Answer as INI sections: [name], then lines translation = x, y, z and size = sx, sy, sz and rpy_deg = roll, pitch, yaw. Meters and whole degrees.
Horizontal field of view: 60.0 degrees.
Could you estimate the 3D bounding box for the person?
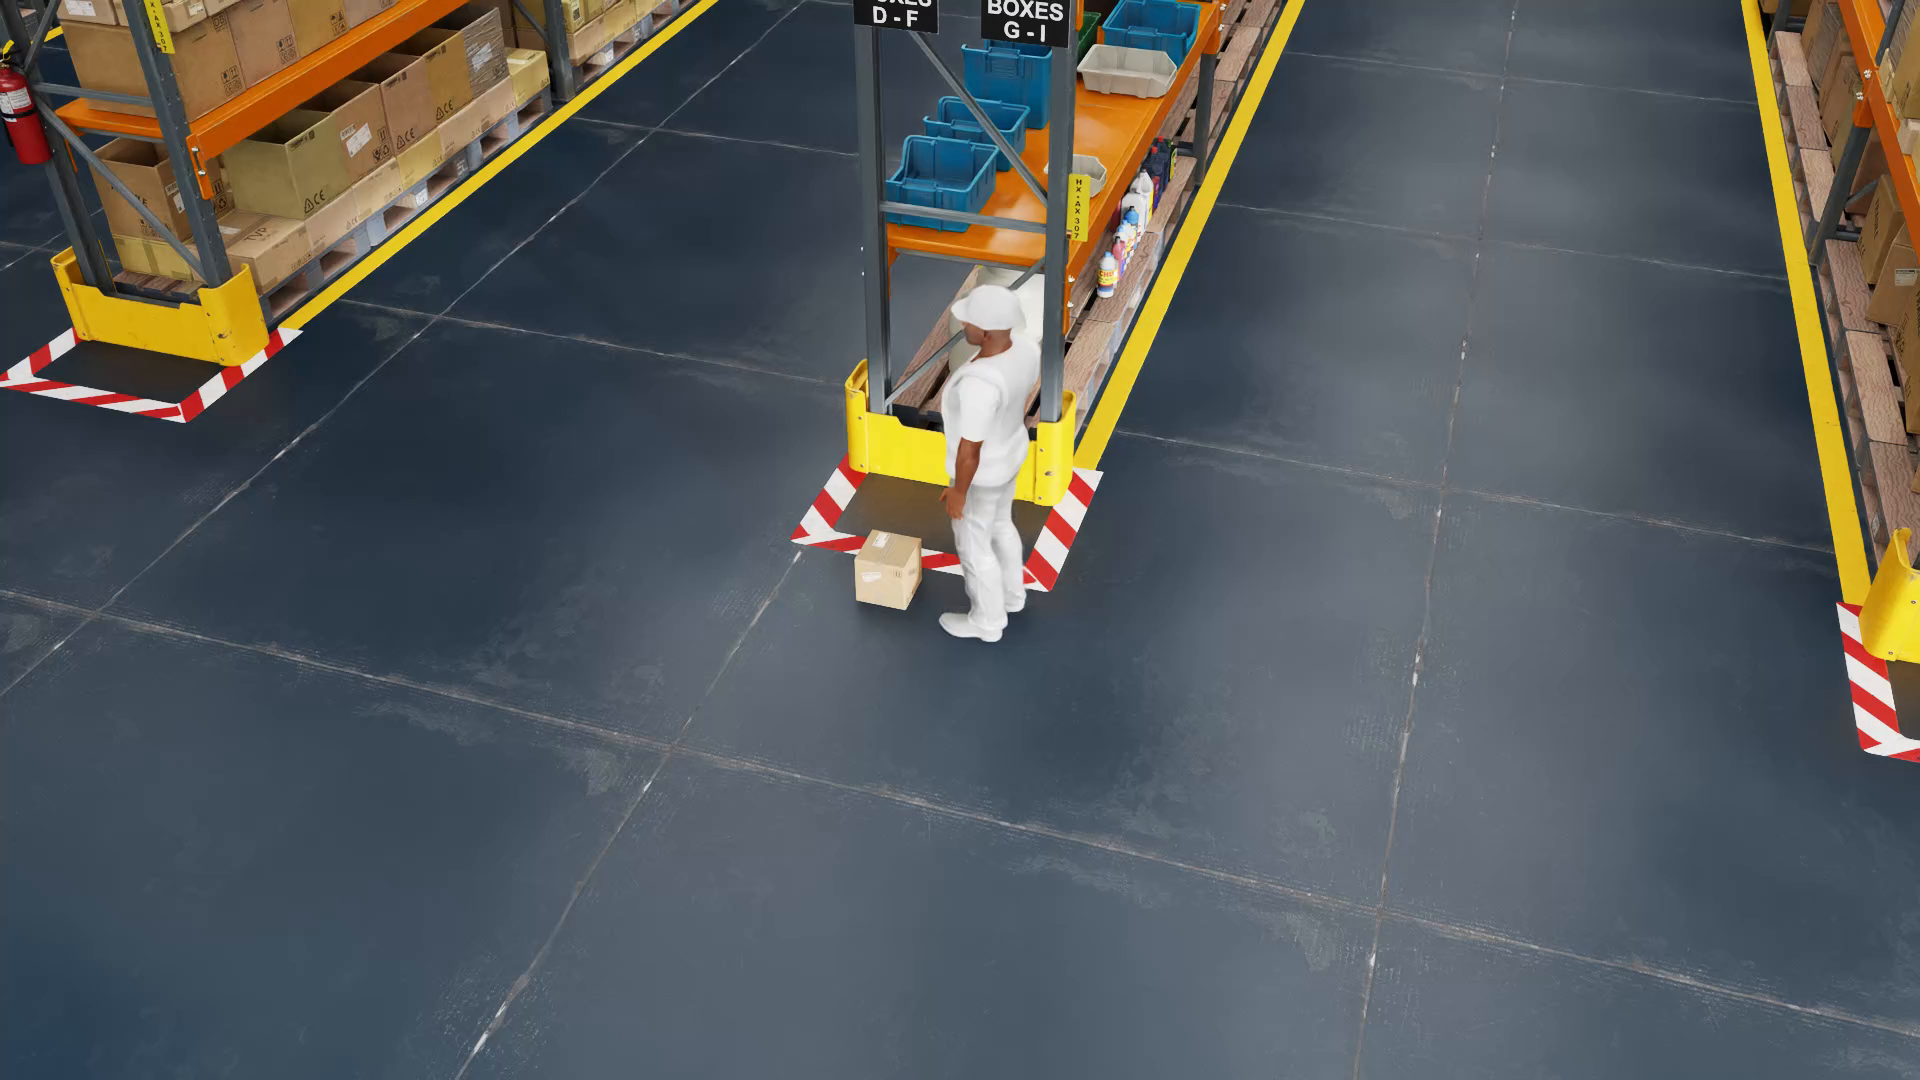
[person]
translation = 0.114, -0.330, 7.316
size = 0.353, 1.761, 0.563
rpy_deg = 16, 40, 20
